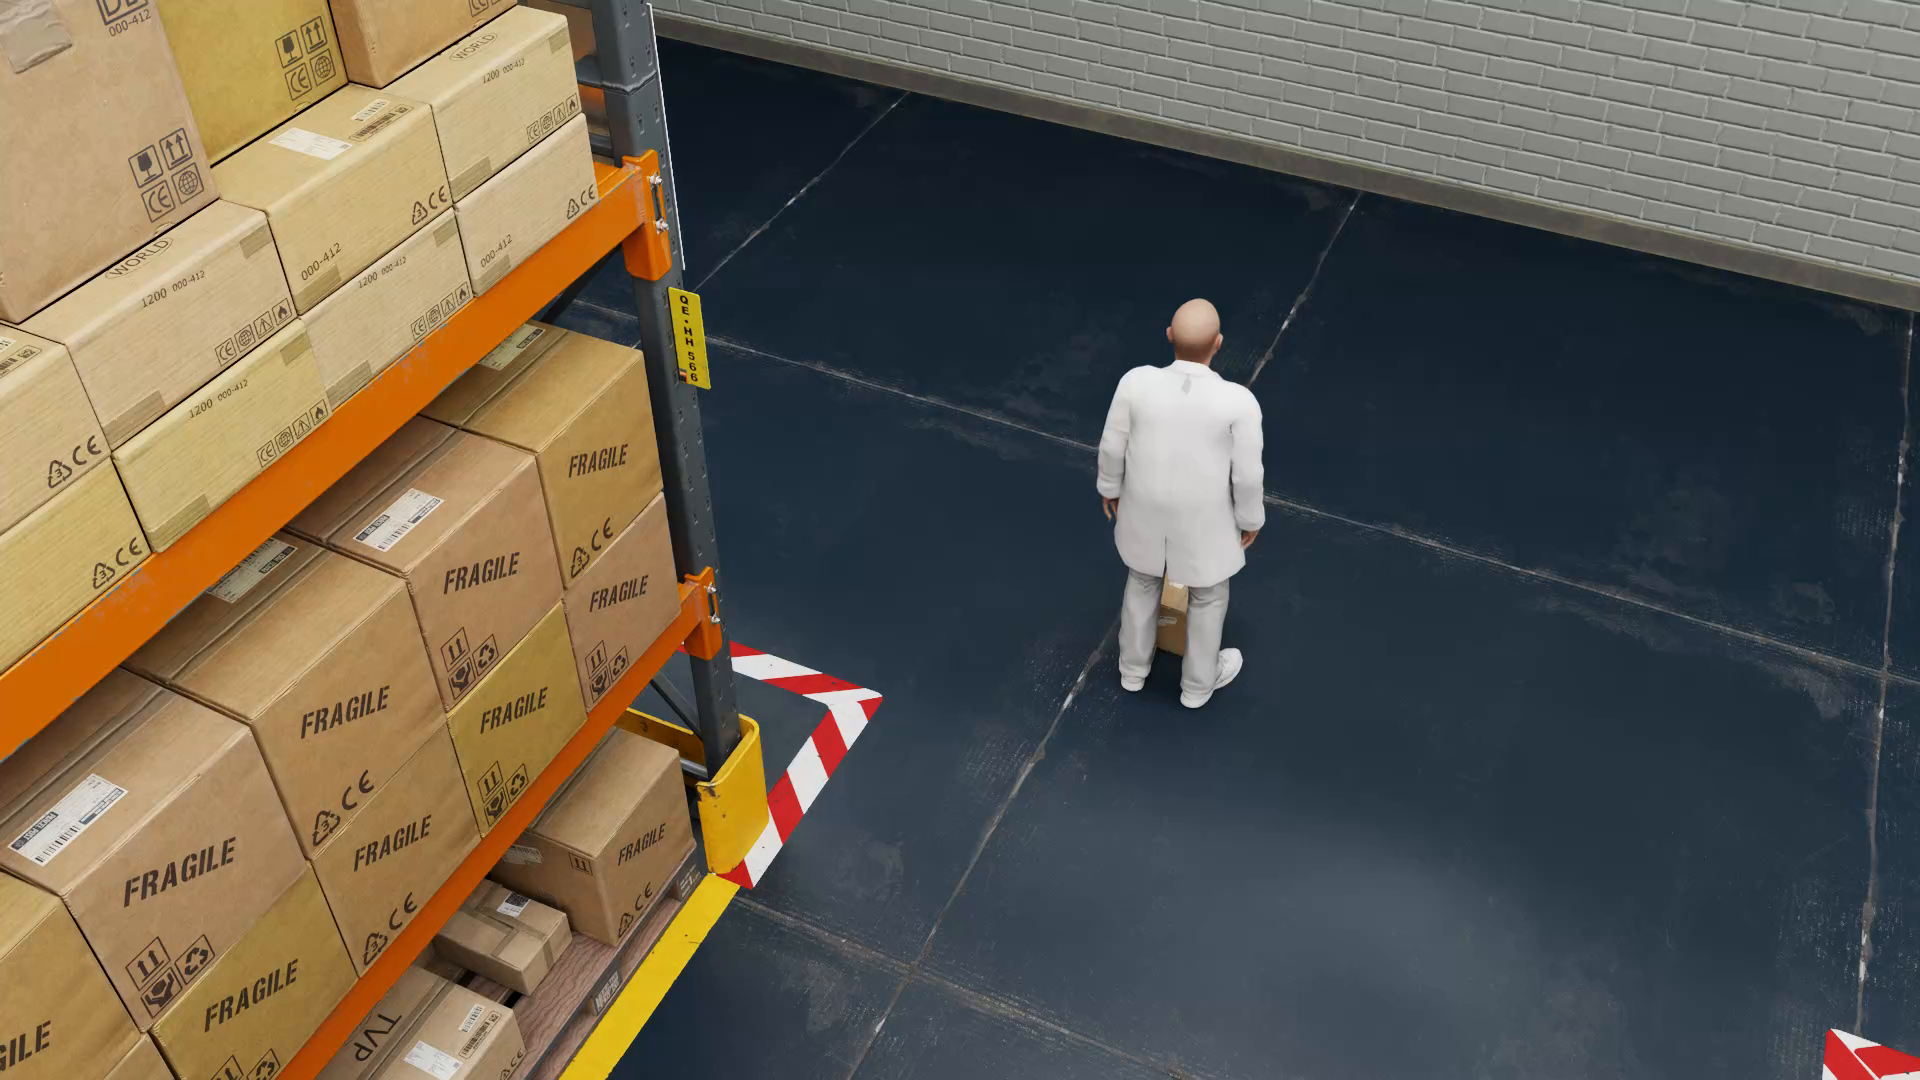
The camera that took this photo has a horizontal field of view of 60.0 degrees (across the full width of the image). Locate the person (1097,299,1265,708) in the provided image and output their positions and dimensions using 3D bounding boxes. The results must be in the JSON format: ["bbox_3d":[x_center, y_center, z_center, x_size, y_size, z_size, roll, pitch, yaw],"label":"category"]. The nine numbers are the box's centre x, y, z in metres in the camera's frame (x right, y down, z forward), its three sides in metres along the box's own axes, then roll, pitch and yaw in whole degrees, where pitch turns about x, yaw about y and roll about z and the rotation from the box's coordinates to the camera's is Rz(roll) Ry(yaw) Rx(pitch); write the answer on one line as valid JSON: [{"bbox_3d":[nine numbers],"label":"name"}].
[{"bbox_3d":[0.828,-0.119,6.305,0.654,1.775,0.420,15,44,16],"label":"person"}]
